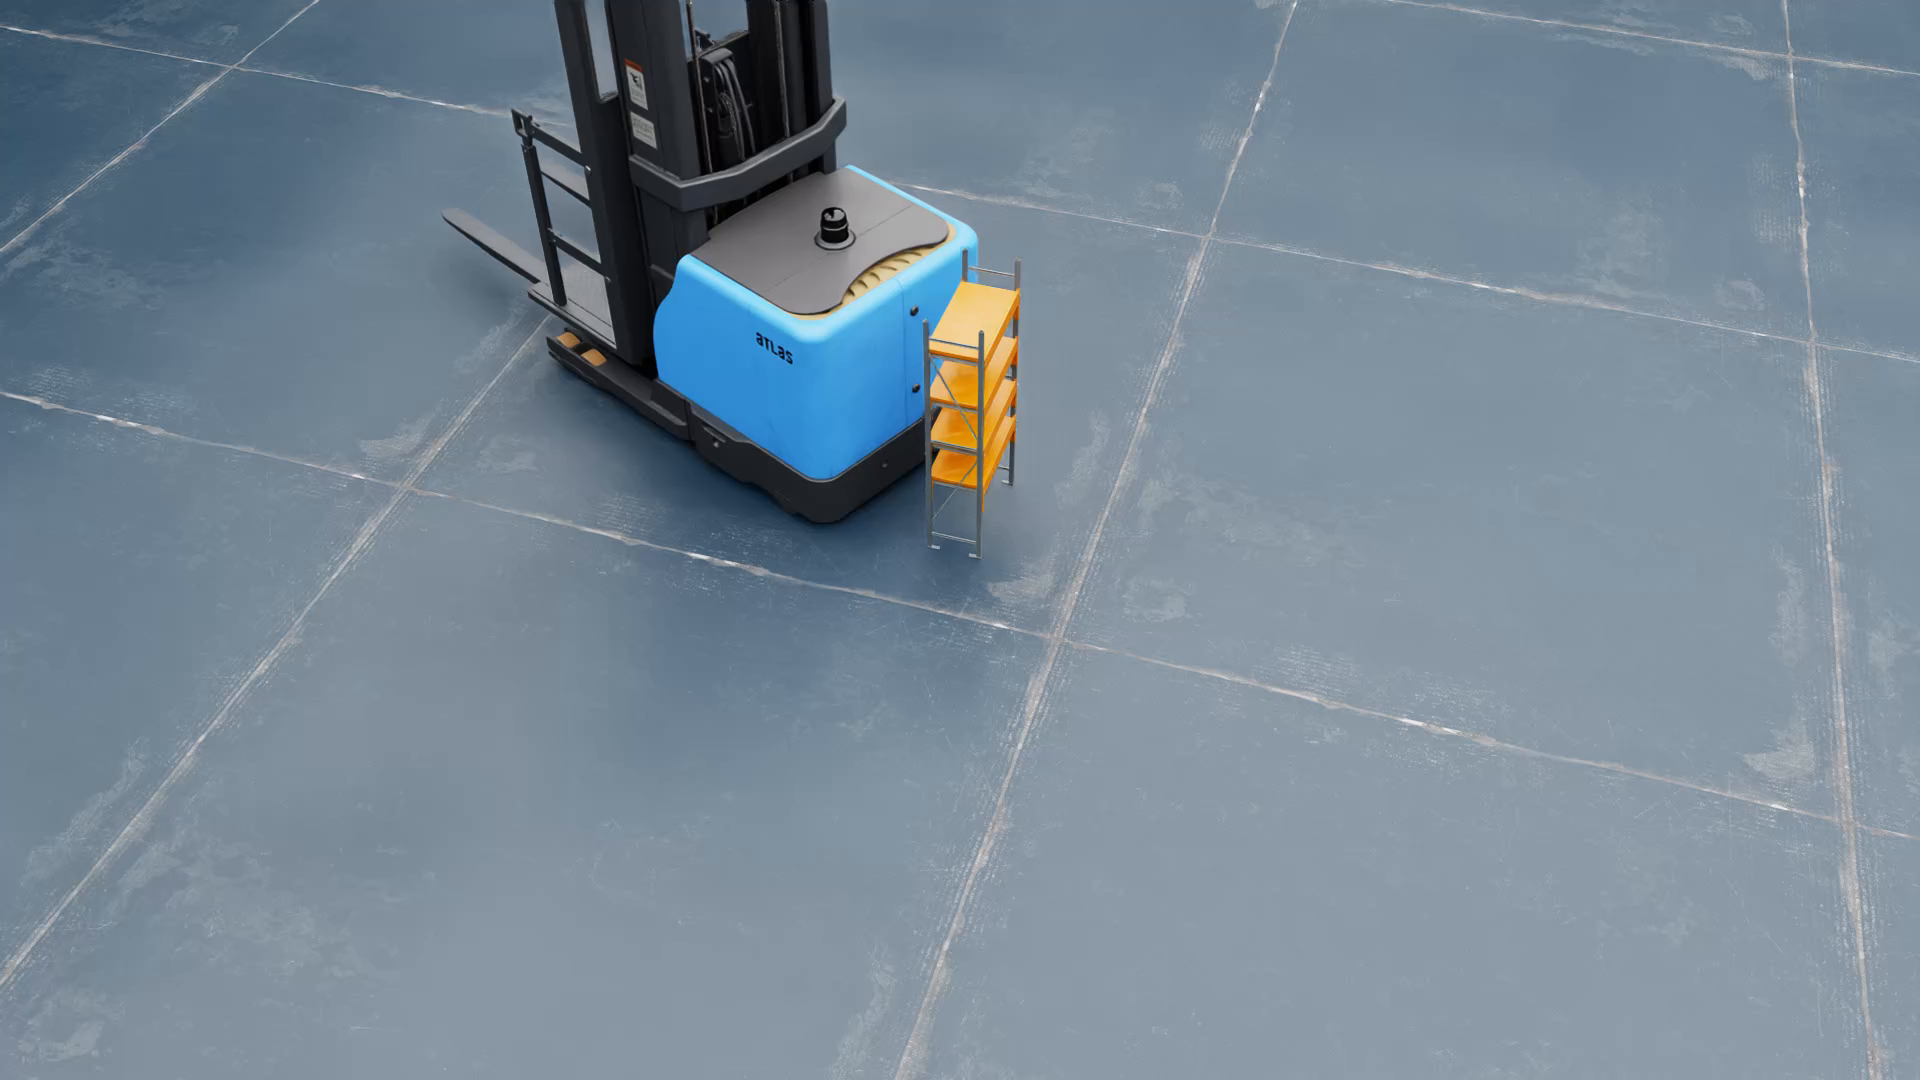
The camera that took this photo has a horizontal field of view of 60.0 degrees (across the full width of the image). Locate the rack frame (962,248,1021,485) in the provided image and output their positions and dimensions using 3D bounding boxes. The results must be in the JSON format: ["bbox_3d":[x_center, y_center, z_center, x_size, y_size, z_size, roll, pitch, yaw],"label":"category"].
[{"bbox_3d":[0.124,-0.702,7.008,0.240,1.200,0.015,13,46,12],"label":"rack frame"}]

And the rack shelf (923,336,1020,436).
[{"bbox_3d":[0.050,-0.651,6.733,0.258,0.148,0.480,13,46,12],"label":"rack shelf"}]

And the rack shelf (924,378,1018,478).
[{"bbox_3d":[0.050,-0.491,6.889,0.258,0.148,0.480,13,46,12],"label":"rack shelf"}]

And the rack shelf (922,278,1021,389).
[{"bbox_3d":[0.050,-0.820,6.567,0.258,0.148,0.480,13,46,12],"label":"rack shelf"}]

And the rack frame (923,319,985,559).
[{"bbox_3d":[-0.024,-0.377,6.676,0.240,1.200,0.015,13,46,12],"label":"rack frame"}]

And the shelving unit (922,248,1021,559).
[{"bbox_3d":[0.050,-0.539,6.842,0.258,1.200,0.503,13,46,12],"label":"shelving unit"}]

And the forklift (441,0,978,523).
[{"bbox_3d":[-1.333,-2.025,7.123,3.031,2.935,1.130,33,53,29],"label":"forklift"}]

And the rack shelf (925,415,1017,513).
[{"bbox_3d":[0.050,-0.349,7.028,0.258,0.148,0.480,13,46,12],"label":"rack shelf"}]
